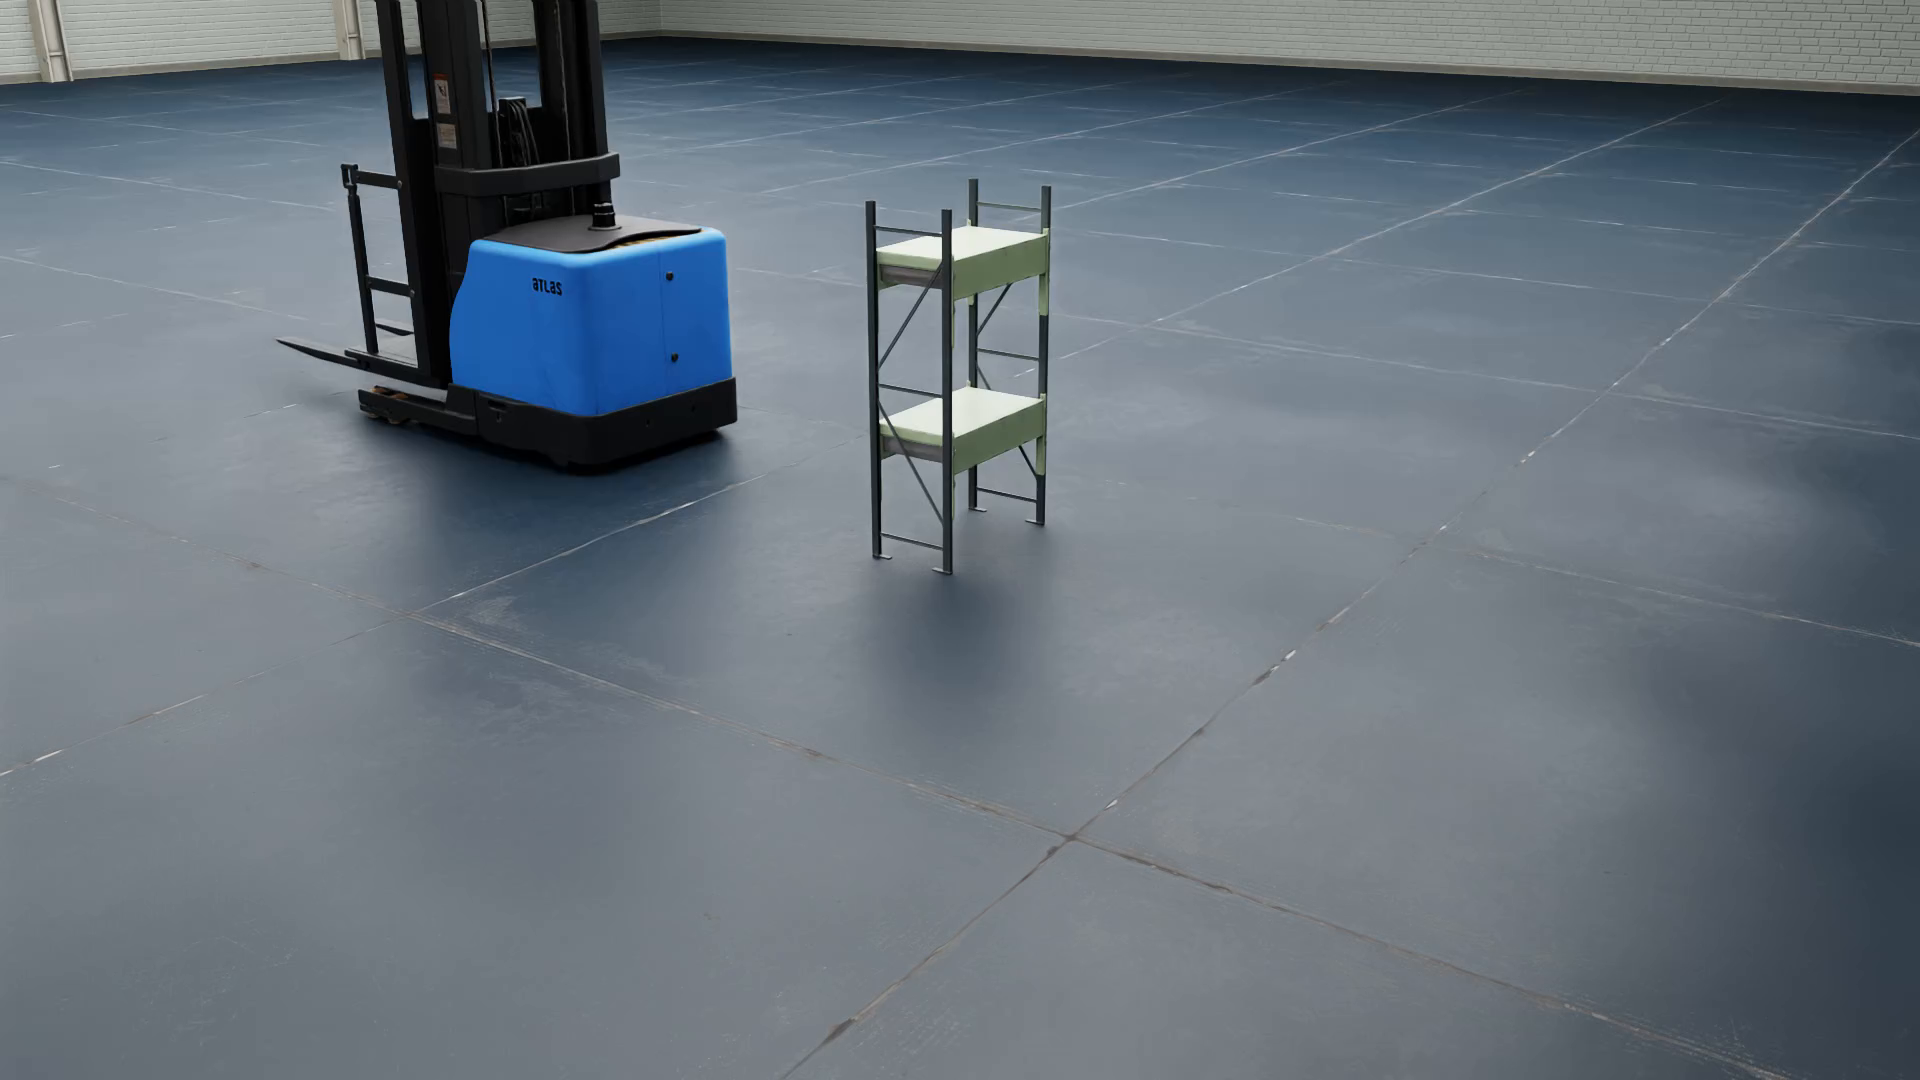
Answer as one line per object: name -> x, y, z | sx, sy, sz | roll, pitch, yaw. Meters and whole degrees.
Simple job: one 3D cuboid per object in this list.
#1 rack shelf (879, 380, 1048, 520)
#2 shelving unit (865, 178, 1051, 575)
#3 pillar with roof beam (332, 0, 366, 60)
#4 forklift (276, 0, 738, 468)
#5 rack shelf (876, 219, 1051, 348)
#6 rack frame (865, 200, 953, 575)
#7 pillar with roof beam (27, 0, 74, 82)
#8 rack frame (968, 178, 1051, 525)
rack shelf -> 0.004, -0.400, 7.123 | 0.431, 0.370, 0.720 | 13, 24, 32
shelving unit -> 0.004, -0.705, 7.010 | 0.431, 1.500, 0.755 | 13, 24, 32
pillar with roof beam -> -8.586, -12.994, 29.423 | 9.100, 9.000, 0.400 | 13, 24, 32
forklift -> -2.646, -2.123, 8.779 | 3.031, 2.935, 1.130 | 15, 25, 35
rack shelf -> 0.004, -1.071, 6.875 | 0.431, 0.370, 0.720 | 13, 24, 32
rack frame -> -0.202, -0.600, 6.726 | 0.400, 1.500, 0.023 | 13, 24, 32
pillar with roof beam -> -11.959, -11.273, 24.769 | 9.100, 9.000, 0.400 | 13, 24, 32
rack frame -> 0.209, -0.810, 7.294 | 0.400, 1.500, 0.023 | 13, 24, 32
